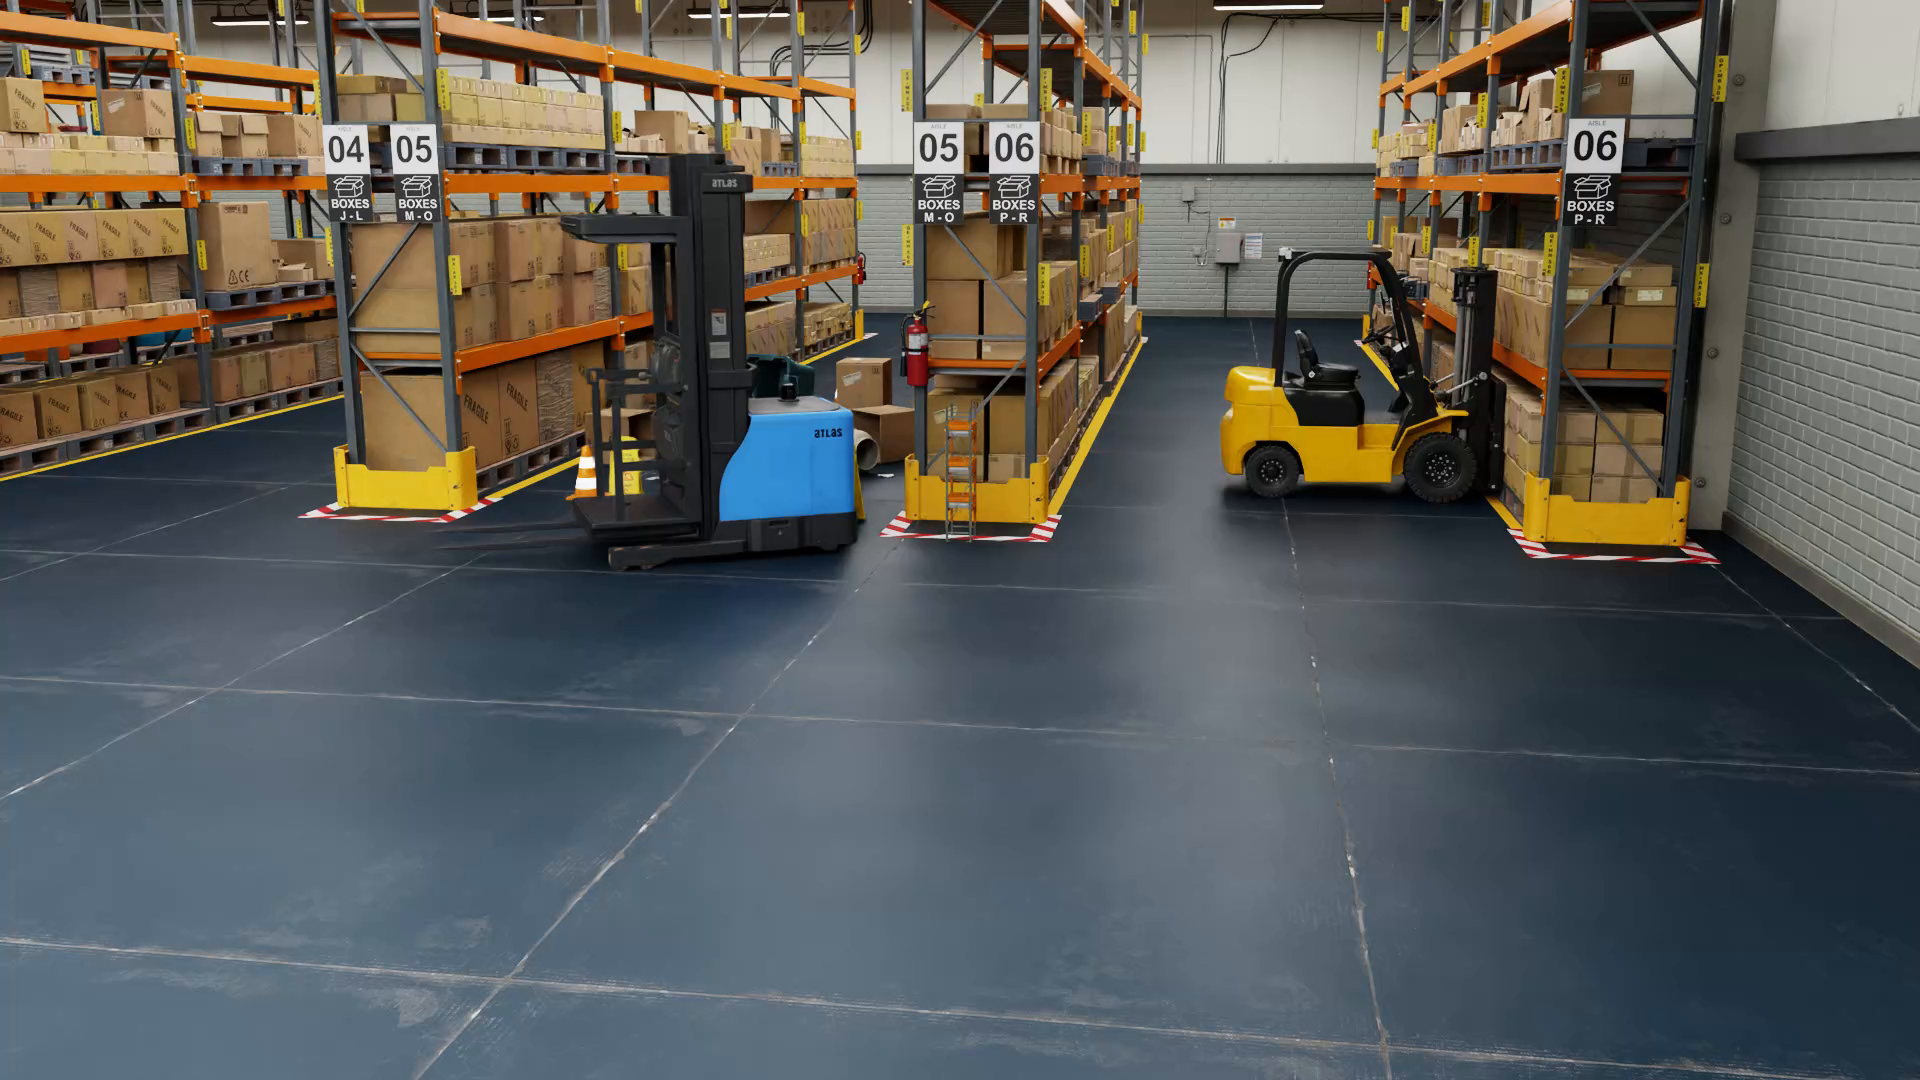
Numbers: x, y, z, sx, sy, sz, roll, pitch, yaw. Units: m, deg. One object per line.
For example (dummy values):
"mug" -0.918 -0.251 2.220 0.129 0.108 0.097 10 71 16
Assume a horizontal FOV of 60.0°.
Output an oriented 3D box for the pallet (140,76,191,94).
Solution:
"pallet" -12.808 -7.088 25.921 1.003 0.211 1.213 2 12 9

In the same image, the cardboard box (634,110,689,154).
"cardboard box" -3.538 -4.840 19.740 0.500 0.500 0.500 2 12 9

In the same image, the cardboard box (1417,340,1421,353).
"cardboard box" 6.205 -2.324 21.595 0.500 0.500 0.500 2 12 8

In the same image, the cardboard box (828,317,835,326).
"cardboard box" -2.319 -3.676 27.993 0.380 0.149 0.250 3 12 11

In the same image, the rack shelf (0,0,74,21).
"rack shelf" -17.298 -9.400 29.068 1.077 0.370 4.000 2 12 9

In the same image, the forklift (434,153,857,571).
"forklift" -2.354 -1.335 12.230 3.031 2.935 1.130 -4 13 -20

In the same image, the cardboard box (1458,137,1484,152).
"cardboard box" 5.637 -4.307 18.098 0.380 0.149 0.250 2 12 8

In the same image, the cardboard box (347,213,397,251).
"cardboard box" -8.304 -4.314 23.274 0.797 0.503 0.637 2 12 11

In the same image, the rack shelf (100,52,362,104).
"rack shelf" -8.740 -5.593 20.240 1.077 0.370 4.000 2 12 9

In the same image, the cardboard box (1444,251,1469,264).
"cardboard box" 5.843 -3.287 19.347 0.380 0.149 0.250 2 12 9

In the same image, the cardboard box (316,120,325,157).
"cardboard box" -8.327 -5.168 21.312 0.500 0.500 0.500 2 12 9

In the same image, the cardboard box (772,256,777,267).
"cardboard box" -2.916 -4.110 24.542 0.380 0.149 0.250 1 12 6

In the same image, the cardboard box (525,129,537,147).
"cardboard box" -4.175 -3.751 15.519 0.380 0.149 0.250 2 12 9

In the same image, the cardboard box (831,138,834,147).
"cardboard box" -2.306 -6.595 27.578 0.380 0.149 0.250 2 12 10

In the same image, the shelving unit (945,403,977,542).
"shelving unit" 0.008 -0.524 12.934 0.215 1.050 0.252 2 12 9

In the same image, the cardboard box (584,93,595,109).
"cardboard box" -3.943 -4.457 16.906 0.380 0.149 0.250 2 12 8

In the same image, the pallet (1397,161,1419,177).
"pallet" 6.554 -5.000 22.400 1.213 0.211 1.003 2 12 9

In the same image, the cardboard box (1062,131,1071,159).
"cardboard box" 0.773 -3.697 15.556 0.500 0.250 0.500 2 12 8

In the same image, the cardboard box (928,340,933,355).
"cardboard box" -0.095 -1.655 14.150 0.380 0.149 0.250 2 12 8

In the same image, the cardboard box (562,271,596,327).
"cardboard box" -4.269 -2.490 17.071 0.875 0.550 0.550 2 12 9

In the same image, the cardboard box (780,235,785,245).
"cardboard box" -2.841 -4.502 24.949 0.380 0.149 0.250 2 12 7

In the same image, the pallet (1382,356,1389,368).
"pallet" 6.987 -2.755 25.274 1.003 0.211 1.213 2 12 9

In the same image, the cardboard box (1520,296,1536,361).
"cardboard box" 4.940 -1.744 13.730 0.500 0.500 0.500 2 12 10

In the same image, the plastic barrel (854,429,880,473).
"plastic barrel" -1.049 -0.857 15.963 0.421 0.421 0.512 -10 16 -40

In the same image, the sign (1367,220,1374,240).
"sign" 6.959 -5.248 28.171 0.100 0.325 0.005 2 12 9

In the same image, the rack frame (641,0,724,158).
"rack frame" -3.547 -6.374 21.211 1.000 3.000 0.127 2 12 9

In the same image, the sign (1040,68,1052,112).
"sign" 0.665 -3.513 12.979 0.100 0.325 0.005 2 12 9

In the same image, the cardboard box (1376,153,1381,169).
"cardboard box" 7.157 -6.262 27.462 0.500 0.250 0.500 2 12 8

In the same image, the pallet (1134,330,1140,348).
"pallet" 2.544 -3.435 28.433 1.003 0.211 1.213 2 12 9

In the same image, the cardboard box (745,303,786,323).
"cardboard box" -2.889 -3.354 24.595 0.500 0.250 0.500 2 12 11

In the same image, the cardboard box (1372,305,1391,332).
"cardboard box" 7.308 -3.668 27.823 0.797 0.503 0.637 1 12 6

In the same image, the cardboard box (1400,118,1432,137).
"cardboard box" 6.489 -5.869 23.660 0.396 0.266 0.258 2 12 8

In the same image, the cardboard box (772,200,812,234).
"cardboard box" -2.622 -5.043 25.959 0.500 0.500 0.500 2 12 10

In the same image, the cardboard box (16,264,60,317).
"cardboard box" -9.473 -2.477 16.422 0.875 0.500 0.500 2 12 9

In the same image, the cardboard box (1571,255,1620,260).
"cardboard box" 5.600 -2.427 14.654 0.380 0.149 0.250 2 12 10

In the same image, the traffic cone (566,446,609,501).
"traffic cone" -3.293 -0.601 14.682 0.336 0.463 0.334 2 12 9

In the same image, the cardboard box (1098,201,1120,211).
"cardboard box" 2.280 -5.047 25.142 0.380 0.149 0.250 2 12 8

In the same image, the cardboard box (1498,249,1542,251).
"cardboard box" 5.374 -2.706 15.948 0.380 0.149 0.250 2 12 10

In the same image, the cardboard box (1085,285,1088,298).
"cardboard box" 1.189 -2.709 18.041 0.380 0.149 0.250 2 12 10

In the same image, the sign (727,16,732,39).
"sign" -3.465 -7.724 25.067 0.100 0.325 0.005 2 12 9

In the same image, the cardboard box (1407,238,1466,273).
"cardboard box" 6.333 -3.744 22.003 0.797 0.503 0.637 2 12 7

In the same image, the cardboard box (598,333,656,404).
"cardboard box" -4.004 -2.047 19.716 1.050 0.750 0.750 2 12 9

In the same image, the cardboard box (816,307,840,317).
"cardboard box" -2.246 -3.873 28.203 0.380 0.149 0.250 2 12 11

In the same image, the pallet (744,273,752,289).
"pallet" -3.543 -3.500 22.568 1.213 0.211 1.003 2 12 9

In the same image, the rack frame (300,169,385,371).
"rack frame" -8.432 -3.623 22.686 1.000 3.000 0.127 2 12 9

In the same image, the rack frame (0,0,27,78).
"rack frame" -13.326 -6.717 22.799 1.000 3.000 0.127 2 12 9

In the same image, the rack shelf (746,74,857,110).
"rack shelf" -2.624 -7.270 27.083 1.077 0.370 4.000 2 12 9

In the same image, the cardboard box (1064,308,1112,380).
"cardboard box" 1.548 -2.610 22.031 0.875 0.875 0.875 2 12 8

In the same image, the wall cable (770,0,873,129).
"wall cable" -2.927 -10.859 34.386 2.277 5.999 0.120 2 12 9

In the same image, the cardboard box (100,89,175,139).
"cardboard box" -8.865 -4.594 17.939 0.500 0.500 0.500 2 12 7

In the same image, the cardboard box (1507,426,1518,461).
"cardboard box" 4.888 -0.798 13.919 0.500 0.250 0.500 2 12 8

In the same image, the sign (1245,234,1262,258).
"sign" 6.007 -6.024 34.053 0.329 0.494 0.001 2 12 9

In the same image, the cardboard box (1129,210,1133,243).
"cardboard box" 2.461 -4.975 26.348 0.500 0.500 0.500 2 12 10

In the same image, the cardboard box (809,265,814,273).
"cardboard box" -2.562 -4.370 26.745 0.380 0.149 0.250 1 12 6
